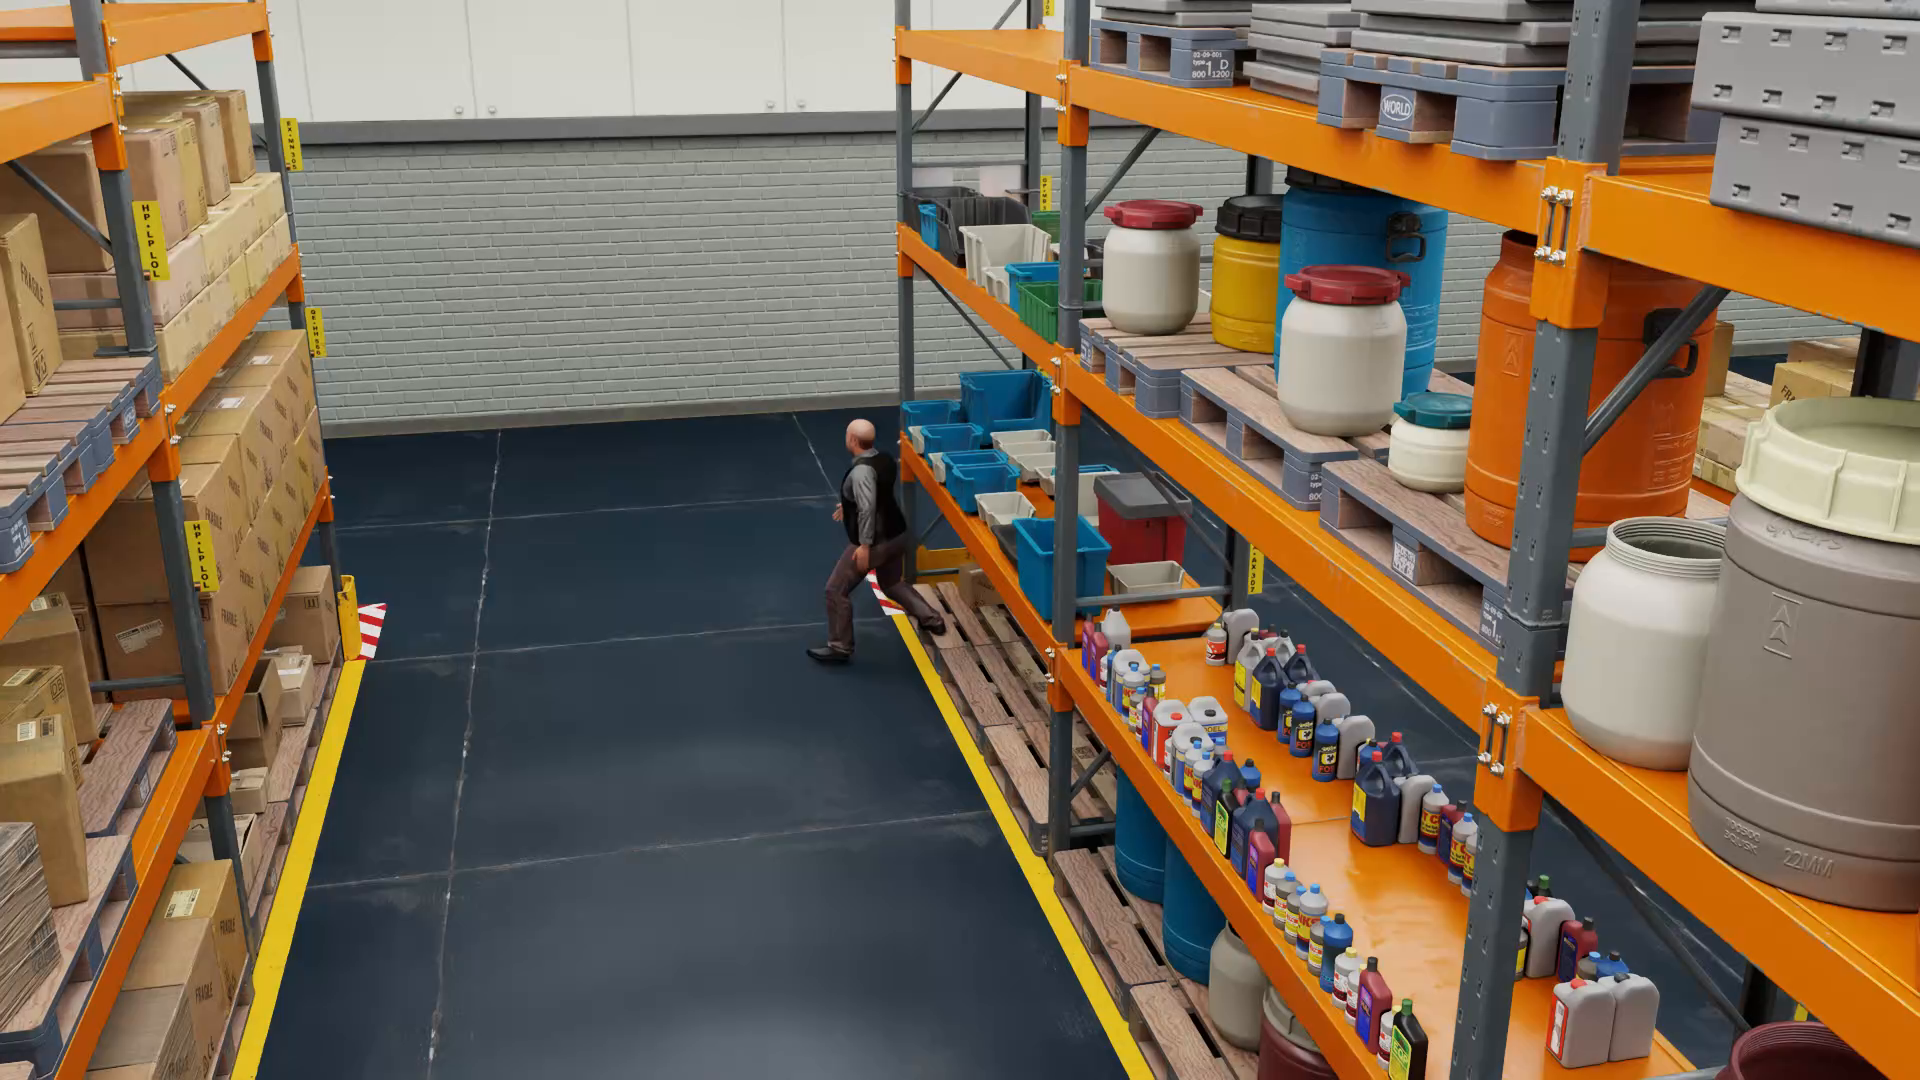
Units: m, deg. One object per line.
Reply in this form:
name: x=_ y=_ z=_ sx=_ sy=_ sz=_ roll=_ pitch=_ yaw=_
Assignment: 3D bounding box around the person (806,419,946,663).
person: x=-0.556 y=0.012 z=11.192 sx=0.872 sy=1.665 sz=0.672 roll=11 pitch=22 yaw=28
